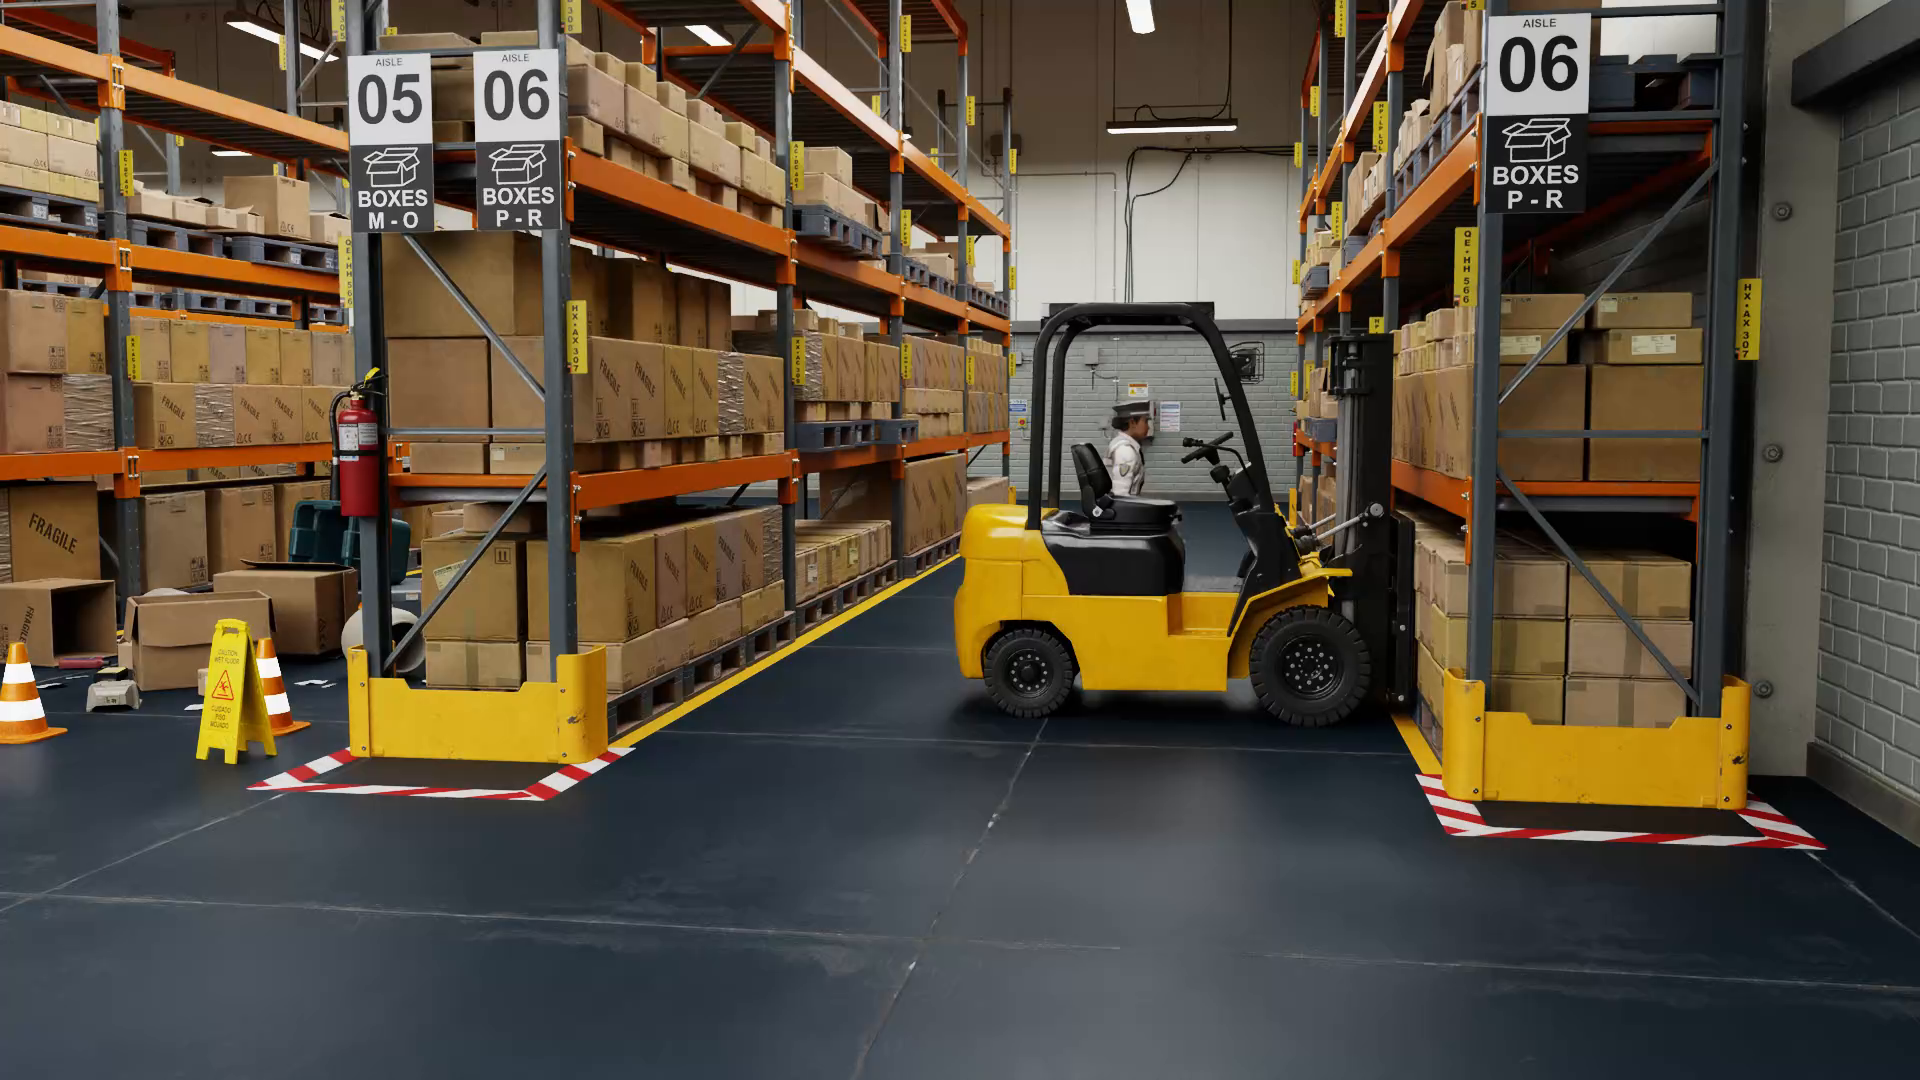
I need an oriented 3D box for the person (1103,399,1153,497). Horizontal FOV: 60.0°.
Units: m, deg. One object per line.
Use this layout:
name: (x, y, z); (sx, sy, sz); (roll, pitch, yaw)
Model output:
person: (1.061, -0.066, 10.674); (0.358, 1.668, 0.511); (1, 5, 7)
